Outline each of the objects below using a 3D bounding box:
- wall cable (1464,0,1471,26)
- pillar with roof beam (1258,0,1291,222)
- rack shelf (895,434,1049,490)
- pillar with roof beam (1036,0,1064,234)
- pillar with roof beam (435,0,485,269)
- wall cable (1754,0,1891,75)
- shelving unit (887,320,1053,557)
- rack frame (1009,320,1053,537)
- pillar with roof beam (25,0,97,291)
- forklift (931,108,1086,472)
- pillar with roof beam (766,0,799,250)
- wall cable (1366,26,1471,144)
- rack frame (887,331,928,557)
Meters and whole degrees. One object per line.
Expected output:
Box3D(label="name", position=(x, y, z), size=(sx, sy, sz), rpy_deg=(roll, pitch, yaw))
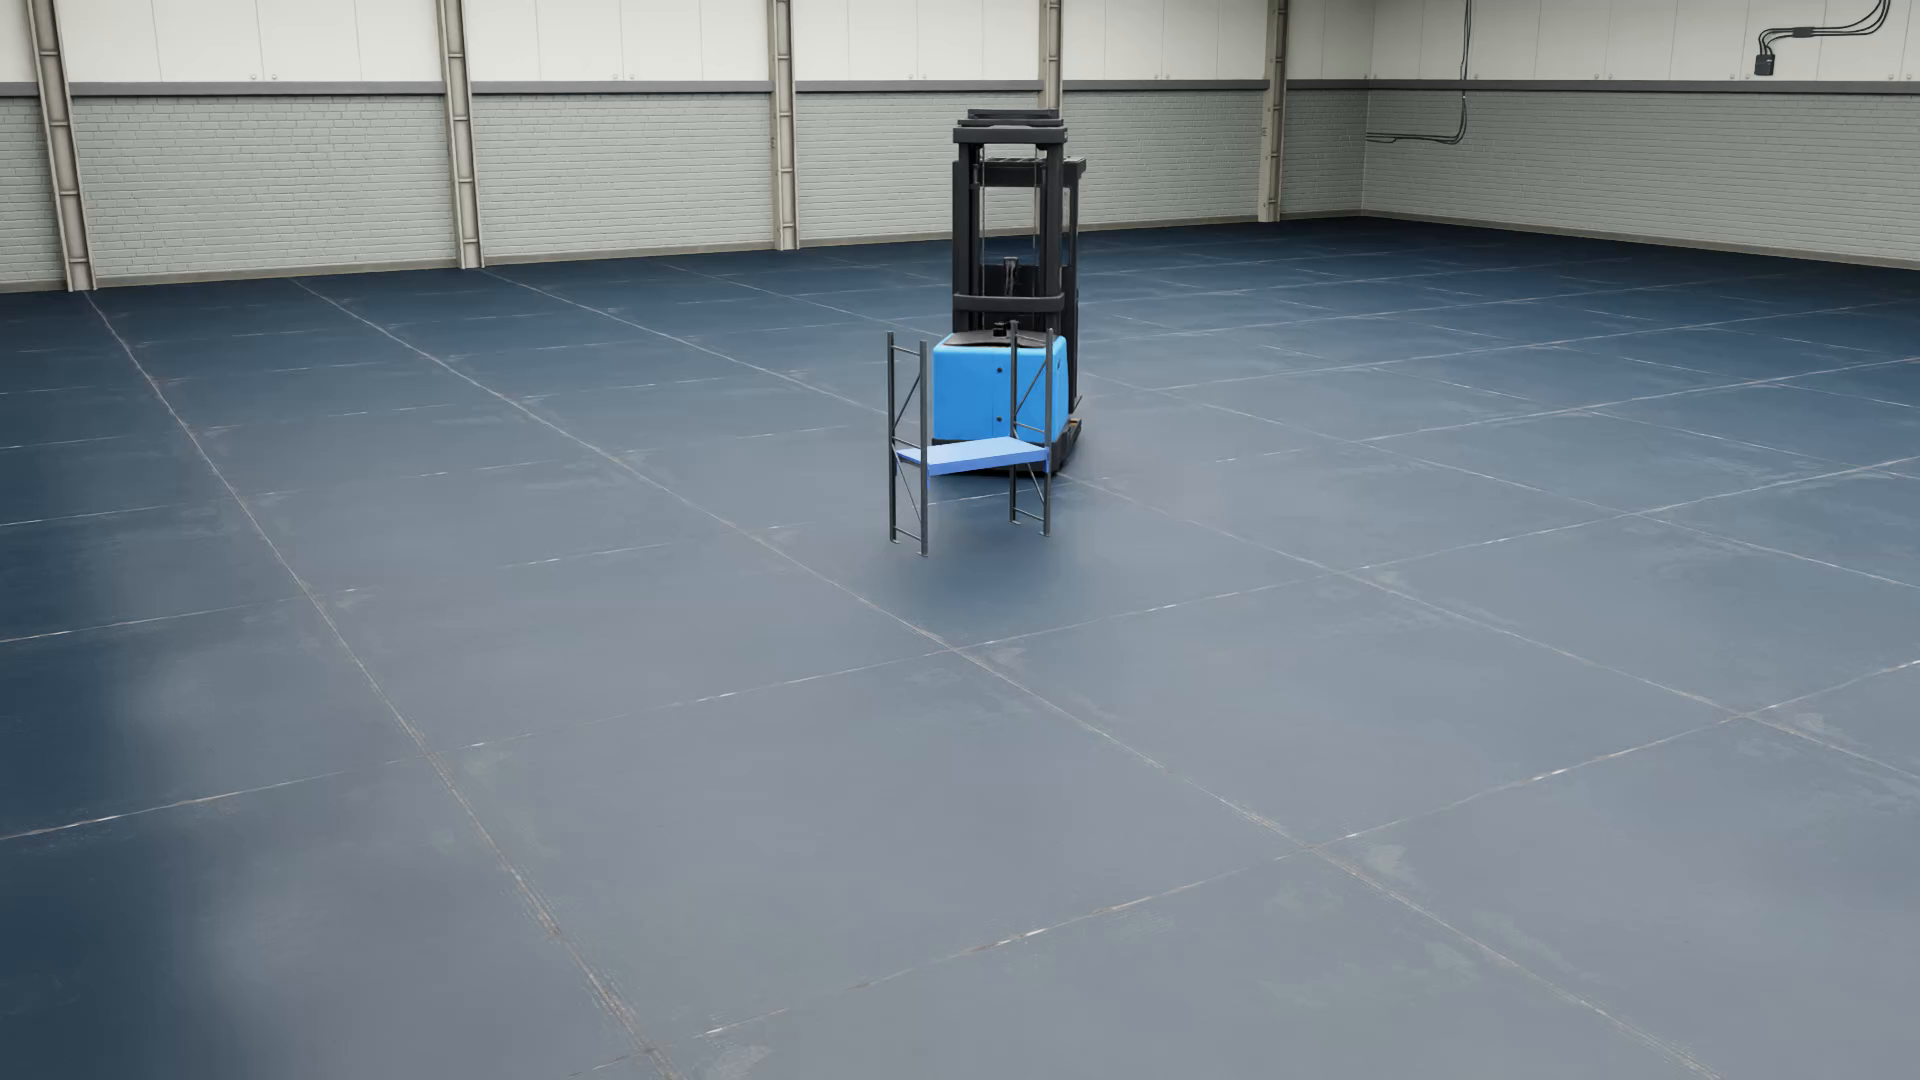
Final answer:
Box3D(label="wall cable", position=(11.581, -11.962, 34.307), size=(0.112, 2.526, 3.097), rpy_deg=(-9, 18, -30))
Box3D(label="pillar with roof beam", position=(9.199, -10.552, 32.880), size=(0.400, 9.000, 9.100), rpy_deg=(-9, 18, -30))
Box3D(label="rack shelf", position=(0.073, -0.561, 11.798), size=(1.000, 0.185, 0.538), rpy_deg=(-9, 18, -30))
Box3D(label="pillar with roof beam", position=(4.056, -9.718, 29.905), size=(0.400, 9.000, 9.100), rpy_deg=(-9, 18, -30))
Box3D(label="pillar with roof beam", position=(-6.230, -8.050, 23.954), size=(0.400, 9.000, 9.100), rpy_deg=(-9, 18, -30))
Box3D(label="wall cable", position=(15.064, -11.090, 28.500), size=(0.169, 6.003, 2.305), rpy_deg=(-9, 18, -30))
Box3D(label="shelving unit", position=(0.073, -0.734, 11.750), size=(1.048, 1.500, 0.538), rpy_deg=(-9, 18, -30))
Box3D(label="rack frame", position=(0.509, -0.805, 12.002), size=(0.032, 1.500, 0.500), rpy_deg=(-9, 18, -30))
Box3D(label="pillar with roof beam", position=(-11.374, -7.216, 20.979), size=(0.400, 9.000, 9.100), rpy_deg=(-9, 18, -30))
Box3D(label="forklift", position=(0.517, -2.322, 14.763), size=(1.130, 2.935, 3.031), rpy_deg=(3, 16, 9))
Box3D(label="pillar with roof beam", position=(-1.087, -8.884, 26.930), size=(0.400, 9.000, 9.100), rpy_deg=(-9, 18, -30))
Box3D(label="wall cable", position=(10.188, -10.156, 37.222), size=(0.112, 2.526, 3.097), rpy_deg=(-9, 18, -30))
Box3D(label="rack frame", position=(-0.363, -0.663, 11.498), size=(0.032, 1.500, 0.500), rpy_deg=(-9, 18, -30))
